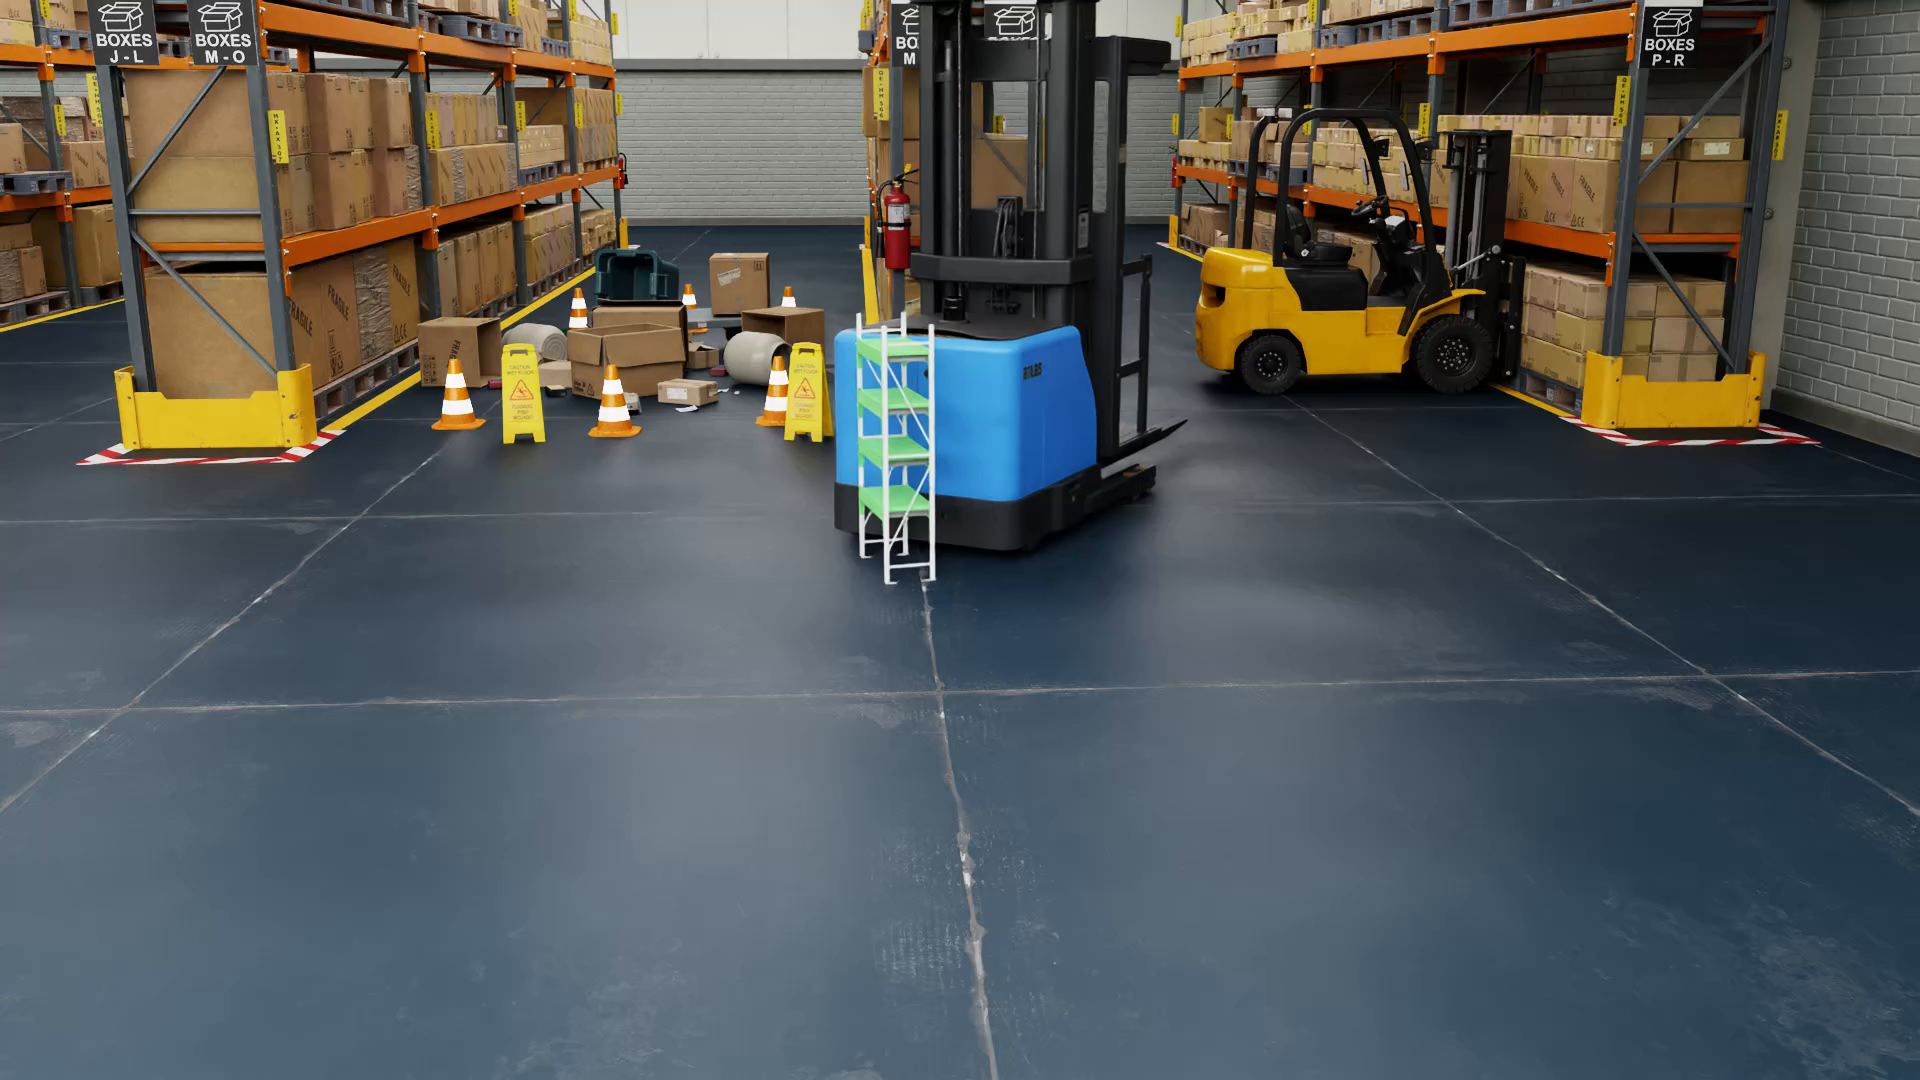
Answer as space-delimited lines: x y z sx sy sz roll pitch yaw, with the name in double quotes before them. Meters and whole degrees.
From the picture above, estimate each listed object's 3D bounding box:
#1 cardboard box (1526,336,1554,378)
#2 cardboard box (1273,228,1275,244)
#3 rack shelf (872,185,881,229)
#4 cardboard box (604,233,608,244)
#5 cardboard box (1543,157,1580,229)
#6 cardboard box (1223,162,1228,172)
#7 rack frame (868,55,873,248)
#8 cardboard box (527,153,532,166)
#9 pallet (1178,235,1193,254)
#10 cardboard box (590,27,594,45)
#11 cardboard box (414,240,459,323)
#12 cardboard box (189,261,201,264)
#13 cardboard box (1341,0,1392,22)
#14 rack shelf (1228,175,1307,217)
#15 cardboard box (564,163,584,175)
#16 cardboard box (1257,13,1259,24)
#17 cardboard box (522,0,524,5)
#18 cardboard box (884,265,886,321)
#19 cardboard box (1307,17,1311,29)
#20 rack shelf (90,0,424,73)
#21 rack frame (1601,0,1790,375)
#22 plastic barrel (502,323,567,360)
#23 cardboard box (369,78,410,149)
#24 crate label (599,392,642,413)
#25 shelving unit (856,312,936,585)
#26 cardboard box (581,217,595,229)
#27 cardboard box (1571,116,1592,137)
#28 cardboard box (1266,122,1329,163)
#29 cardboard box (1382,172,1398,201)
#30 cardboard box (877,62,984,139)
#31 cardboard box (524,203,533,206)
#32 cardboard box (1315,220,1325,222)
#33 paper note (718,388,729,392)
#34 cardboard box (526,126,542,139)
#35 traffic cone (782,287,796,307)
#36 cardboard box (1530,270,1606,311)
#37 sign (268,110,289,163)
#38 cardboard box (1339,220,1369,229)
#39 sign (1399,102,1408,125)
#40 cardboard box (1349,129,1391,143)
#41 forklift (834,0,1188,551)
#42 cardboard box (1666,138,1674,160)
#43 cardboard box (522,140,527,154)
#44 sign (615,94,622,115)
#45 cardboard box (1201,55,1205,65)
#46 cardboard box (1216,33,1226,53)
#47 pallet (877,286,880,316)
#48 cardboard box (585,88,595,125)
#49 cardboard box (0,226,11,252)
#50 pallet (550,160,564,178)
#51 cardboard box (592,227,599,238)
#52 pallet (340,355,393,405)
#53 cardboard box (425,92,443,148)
"cardboard box" 4.629 -1.388 12.577 0.500 0.250 0.500 -1 14 -3
"cardboard box" 4.203 -3.620 20.748 0.500 0.500 0.500 0 14 -1
"rack shelf" -0.331 -3.347 16.958 1.077 0.370 4.000 -1 14 -3
"cardboard box" -5.490 -4.523 24.963 0.380 0.149 0.250 -2 15 -6
"cardboard box" 4.679 -2.577 12.320 0.500 0.500 0.500 0 14 -2
"cardboard box" 3.942 -5.283 23.544 0.380 0.149 0.250 0 14 -2
"rack frame" -0.950 -6.182 26.534 1.000 3.000 0.127 -1 14 -3
"cardboard box" -5.267 -4.488 19.611 0.380 0.149 0.250 0 14 -1
"pallet" 4.058 -4.692 26.339 1.003 0.211 1.213 -1 14 -3
"cardboard box" -5.521 -7.212 23.814 0.500 0.250 0.500 -2 15 -6
"cardboard box" -5.270 -2.363 15.363 1.050 0.750 0.750 -1 14 -4
"cardboard box" -10.534 -4.050 21.668 1.225 0.875 0.875 -1 14 -3
"cardboard box" 4.432 -5.715 17.456 0.700 0.500 0.500 -1 14 -5
"rack shelf" 4.375 -4.419 21.126 1.077 0.370 4.000 -1 14 -3
"cardboard box" -5.328 -5.040 22.598 0.380 0.149 0.250 0 14 -1
"cardboard box" 4.010 -6.656 21.218 0.380 0.149 0.250 -1 14 -3
"cardboard box" -5.226 -6.259 19.075 0.396 0.266 0.258 -1 14 -3
"cardboard box" -0.329 -1.889 13.017 0.500 0.500 0.500 -1 14 -5
"cardboard box" 4.240 -5.993 19.278 0.380 0.149 0.250 -1 14 -5
"rack shelf" -5.017 -3.703 12.323 1.077 0.370 4.000 -1 14 -3
"rack frame" 4.995 -2.281 11.370 1.000 3.000 0.127 -1 14 -3
"plastic barrel" -3.540 -1.590 13.857 0.512 0.421 0.421 10 18 35
"cardboard box" -5.003 -3.465 13.504 0.875 0.550 0.550 -1 14 -3
"crate label" -2.471 -0.997 12.125 0.250 0.136 0.298 -9 17 -32
"shelving unit" -0.304 -0.441 7.831 0.258 1.200 0.503 -4 15 -16
"cardboard box" -5.447 -4.546 23.861 0.380 0.149 0.250 -1 14 -2
"cardboard box" 4.673 -2.999 12.061 0.380 0.149 0.250 -1 14 -2
"cardboard box" 4.213 -4.927 20.605 0.797 0.503 0.637 -1 14 -5
"cardboard box" 4.418 -3.449 16.212 0.500 0.250 0.500 -1 14 -4
"cardboard box" -0.209 -3.003 11.375 0.700 0.500 0.500 -1 14 -5
"cardboard box" -5.855 -4.254 21.709 0.500 0.250 0.500 -2 15 -6
"cardboard box" 4.168 -3.763 20.006 0.380 0.149 0.250 -2 15 -6
"paper note" -1.907 -1.178 13.065 0.148 0.019 0.142 4 15 16
"cardboard box" -5.319 -4.968 20.282 0.380 0.149 0.250 -1 14 -4
"traffic cone" -1.681 -2.256 16.366 0.336 0.463 0.334 -1 14 -3
"cardboard box" 4.617 -1.873 12.456 0.500 0.250 0.500 -1 14 -2
"sign" -4.339 -2.566 10.584 0.100 0.325 0.005 -1 14 -3
"cardboard box" 4.788 -3.778 20.063 0.380 0.149 0.250 0 14 -2
"sign" 5.053 -4.840 18.995 0.100 0.325 0.005 -1 14 -3
"cardboard box" 4.358 -4.292 17.686 0.380 0.149 0.250 -1 14 -3
"forklift" 0.476 -1.684 9.191 1.130 2.935 3.031 7 16 26
"cardboard box" 5.154 -2.792 11.855 0.380 0.149 0.250 -1 14 -3
"cardboard box" -5.257 -4.574 19.348 0.380 0.149 0.250 -1 14 -5
"sign" -5.330 -6.798 25.970 0.100 0.325 0.005 -1 14 -3
"cardboard box" 3.789 -7.125 24.684 0.380 0.149 0.250 -1 14 -3
"cardboard box" 3.929 -7.034 23.530 0.500 0.250 0.500 -1 14 -5
"pallet" -0.408 -2.648 18.394 1.003 0.211 1.213 -1 14 -3
"cardboard box" -5.469 -6.133 23.539 0.500 0.500 0.500 -1 14 -3
"cardboard box" -10.231 -3.107 17.212 0.500 0.250 0.500 1 14 3
"pallet" -5.735 -4.801 21.550 1.003 0.211 1.213 -1 14 -3
"cardboard box" -5.456 -4.469 24.157 0.380 0.149 0.250 -1 14 -4
"pallet" -5.094 -1.251 12.966 1.003 0.211 1.213 -1 14 -3
"cardboard box" -5.212 -3.880 15.380 0.700 0.500 0.500 -1 14 -4
